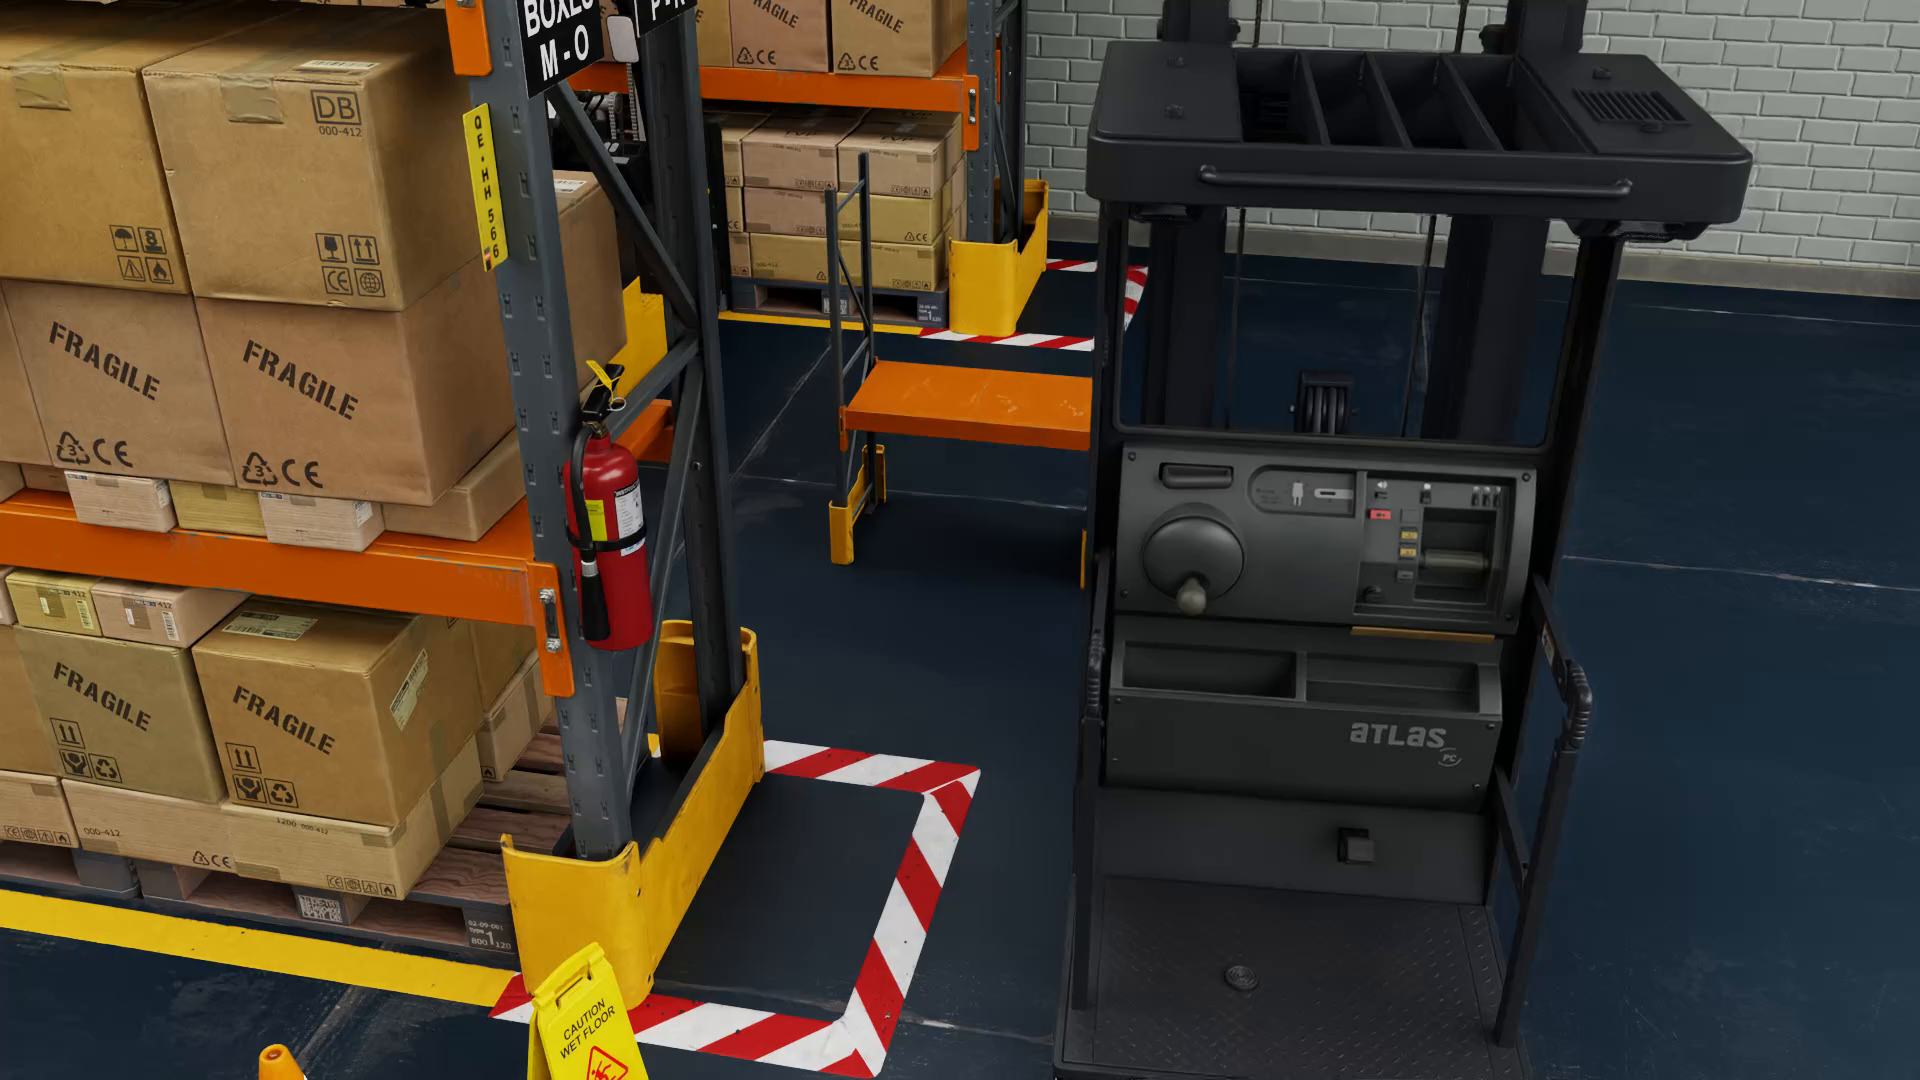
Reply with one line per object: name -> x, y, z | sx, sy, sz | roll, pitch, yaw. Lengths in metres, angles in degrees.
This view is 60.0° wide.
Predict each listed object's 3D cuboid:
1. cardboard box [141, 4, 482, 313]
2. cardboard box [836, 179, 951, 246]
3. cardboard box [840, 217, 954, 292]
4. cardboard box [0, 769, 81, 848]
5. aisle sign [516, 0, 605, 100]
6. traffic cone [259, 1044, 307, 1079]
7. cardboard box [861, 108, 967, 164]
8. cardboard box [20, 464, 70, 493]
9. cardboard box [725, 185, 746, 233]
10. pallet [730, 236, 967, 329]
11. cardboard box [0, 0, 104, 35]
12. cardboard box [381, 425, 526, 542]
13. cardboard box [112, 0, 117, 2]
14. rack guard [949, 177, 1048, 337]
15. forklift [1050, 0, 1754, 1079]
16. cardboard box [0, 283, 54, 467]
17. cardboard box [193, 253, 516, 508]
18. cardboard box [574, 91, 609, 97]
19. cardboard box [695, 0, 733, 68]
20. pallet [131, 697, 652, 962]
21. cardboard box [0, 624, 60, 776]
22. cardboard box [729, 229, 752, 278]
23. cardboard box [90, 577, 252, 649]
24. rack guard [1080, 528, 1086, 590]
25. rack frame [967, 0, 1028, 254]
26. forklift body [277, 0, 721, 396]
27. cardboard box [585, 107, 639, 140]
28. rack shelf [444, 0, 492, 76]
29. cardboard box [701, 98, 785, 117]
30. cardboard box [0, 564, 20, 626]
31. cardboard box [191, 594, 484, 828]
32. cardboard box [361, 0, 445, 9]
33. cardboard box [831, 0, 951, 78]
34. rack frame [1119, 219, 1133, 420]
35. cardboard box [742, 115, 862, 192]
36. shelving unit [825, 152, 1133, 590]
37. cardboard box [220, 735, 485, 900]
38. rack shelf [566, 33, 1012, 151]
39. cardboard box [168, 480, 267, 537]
cardboard box -> -1.380, -0.893, 3.803 | 0.500, 0.500, 0.700 | 5, 29, 9
cardboard box -> -0.343, -1.763, 8.752 | 0.500, 0.250, 0.500 | 5, 29, 10
cardboard box -> -0.328, -1.540, 8.866 | 0.500, 0.250, 0.500 | 6, 29, 11
cardboard box -> -2.700, 0.630, 4.902 | 0.500, 0.250, 0.500 | 5, 29, 9
aisle sign -> -0.835, -1.330, 3.348 | 0.004, 0.787, 0.394 | 6, 29, 11
traffic cone -> -1.525, 1.344, 3.814 | 0.334, 0.463, 0.336 | 6, 29, 11
cardboard box -> -0.233, -2.217, 9.061 | 0.500, 0.250, 0.500 | 5, 29, 10
cardboard box -> -2.242, -0.271, 4.383 | 0.250, 0.149, 0.380 | 6, 29, 11
cardboard box -> -1.341, -1.860, 8.929 | 0.500, 0.250, 0.500 | 5, 29, 9
pallet -> -0.559, -1.497, 9.265 | 1.213, 0.211, 1.003 | 6, 29, 11
cardboard box -> -2.394, -0.951, 3.908 | 0.500, 0.500, 0.700 | 6, 29, 10
cardboard box -> -1.245, -0.159, 4.178 | 0.250, 0.149, 0.380 | 7, 29, 12
cardboard box -> -4.261, -2.926, 9.128 | 0.500, 0.250, 0.500 | 7, 29, 12
rack guard -> 0.221, -1.564, 9.087 | 0.348, 0.500, 1.175 | 6, 29, 11
forklift -> 0.808, 0.039, 3.627 | 1.130, 2.935, 3.031 | 3, 29, 6
cardboard box -> -2.401, -0.535, 4.191 | 0.500, 0.500, 0.500 | 6, 29, 10
cardboard box -> -1.423, -0.431, 4.000 | 0.500, 0.500, 0.500 | 5, 29, 10
cardboard box -> -2.202, -2.422, 9.435 | 0.500, 0.250, 0.500 | 6, 29, 11
cardboard box -> -1.345, -2.741, 8.529 | 0.500, 0.500, 0.500 | 5, 29, 10
pallet -> -1.696, 0.786, 5.095 | 1.213, 0.211, 1.003 | 6, 29, 11
cardboard box -> -2.676, 0.299, 4.726 | 0.500, 0.500, 0.500 | 5, 29, 9
cardboard box -> -1.299, -1.649, 9.064 | 0.500, 0.250, 0.500 | 6, 29, 11
cardboard box -> -2.046, 0.113, 4.389 | 0.250, 0.149, 0.380 | 7, 29, 12
rack guard -> 0.562, -0.052, 6.585 | 0.087, 0.250, 0.587 | 6, 29, 11
rack frame -> 0.198, -2.663, 8.491 | 0.127, 3.000, 1.000 | 6, 29, 11
forklift body -> -2.038, -1.624, 7.477 | 1.214, 2.155, 2.313 | 6, 29, 11
cardboard box -> -1.808, -2.128, 8.899 | 0.500, 0.250, 0.500 | 5, 29, 10
rack shelf -> -2.791, -1.533, 4.051 | 4.000, 0.370, 1.077 | 6, 29, 11
cardboard box -> -1.209, -2.321, 9.250 | 0.500, 0.250, 0.500 | 6, 29, 10
cardboard box -> -2.548, 0.059, 4.487 | 0.250, 0.149, 0.380 | 7, 29, 13
cardboard box -> -1.673, 0.403, 4.535 | 0.500, 0.500, 0.500 | 6, 29, 11
cardboard box -> -2.822, -2.897, 8.813 | 0.500, 0.500, 0.500 | 6, 29, 11
cardboard box -> -0.338, -2.633, 8.332 | 0.500, 0.500, 0.500 | 5, 29, 9
rack frame -> 0.581, -0.598, 6.281 | 0.032, 1.500, 0.500 | 6, 29, 11
cardboard box -> -0.818, -2.028, 8.716 | 0.500, 0.250, 0.500 | 6, 29, 11
shelving unit -> 0.075, -0.650, 6.376 | 1.083, 1.500, 0.587 | 6, 29, 11
cardboard box -> -1.705, 0.733, 4.714 | 0.500, 0.250, 0.500 | 6, 29, 10
rack shelf -> -1.758, -2.548, 9.030 | 4.000, 0.370, 1.077 | 6, 29, 11
cardboard box -> -1.763, -0.168, 4.194 | 0.250, 0.149, 0.380 | 5, 29, 10
